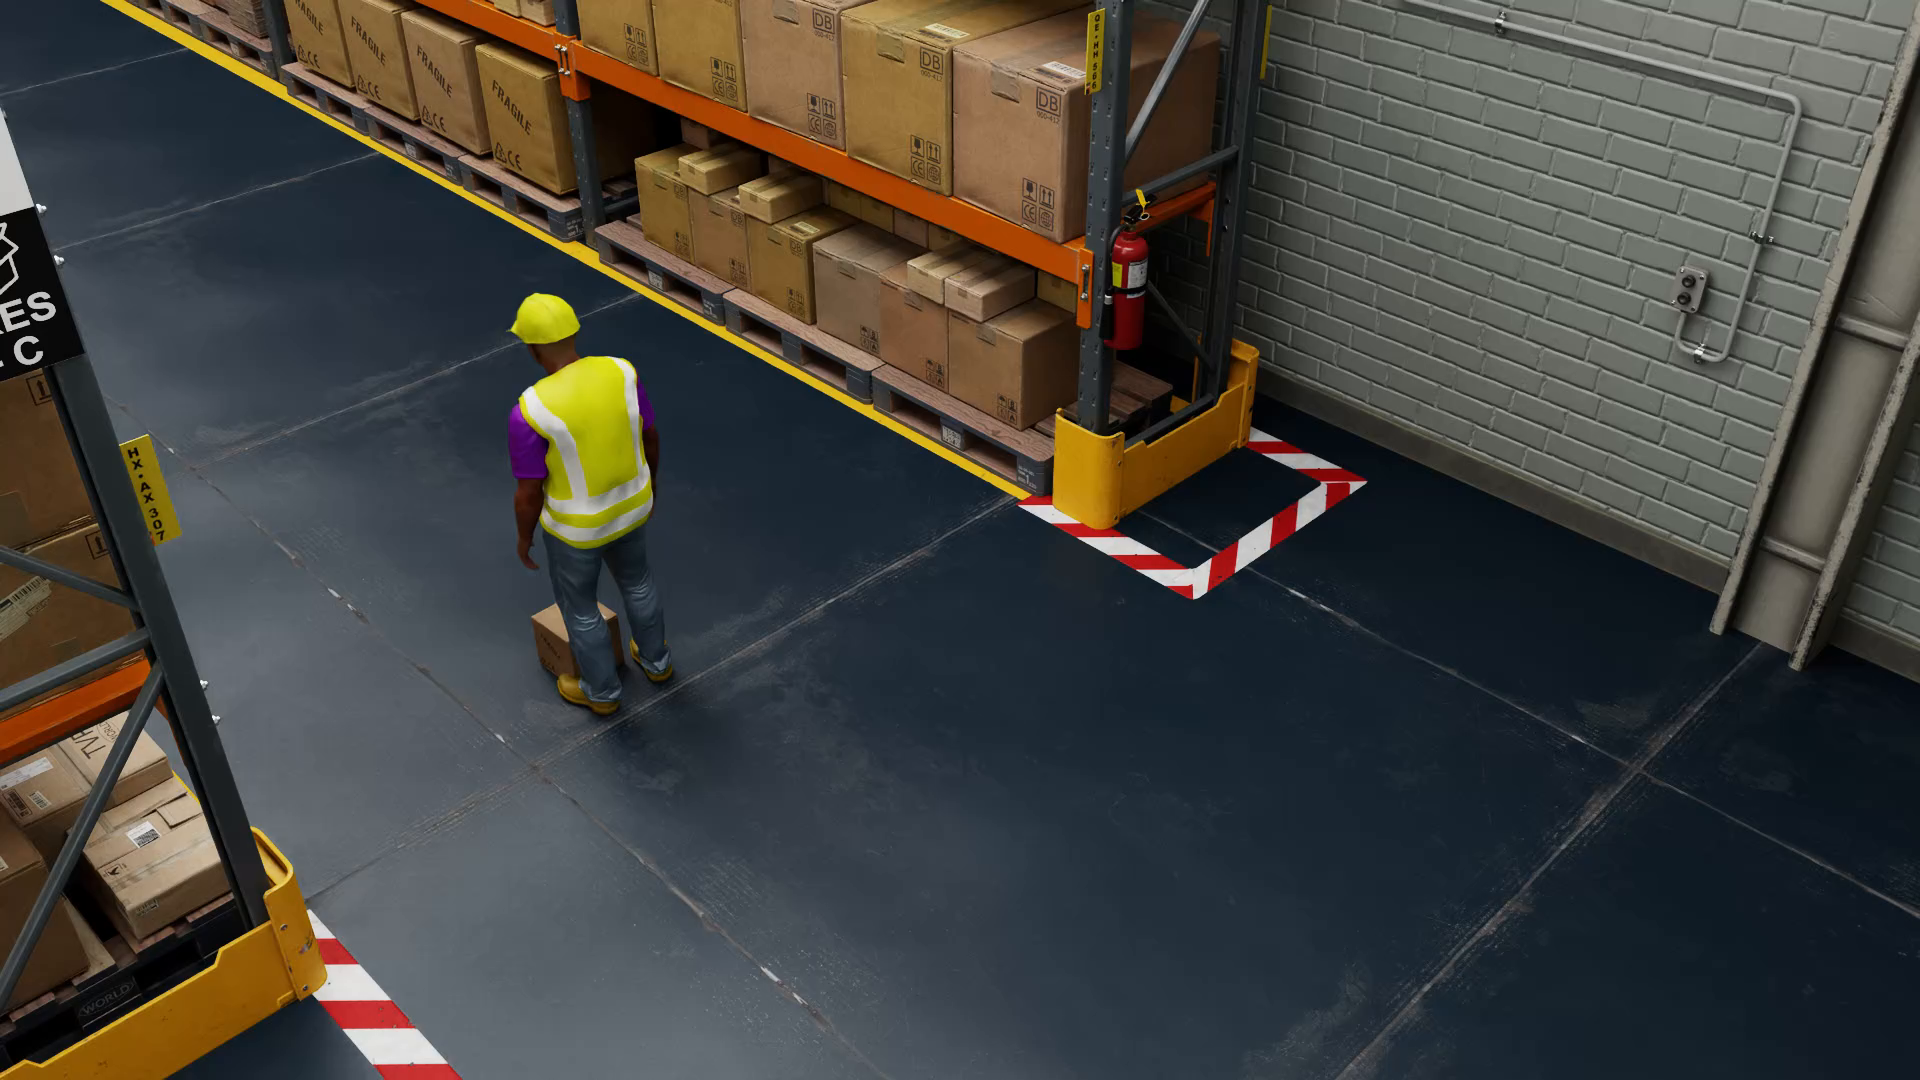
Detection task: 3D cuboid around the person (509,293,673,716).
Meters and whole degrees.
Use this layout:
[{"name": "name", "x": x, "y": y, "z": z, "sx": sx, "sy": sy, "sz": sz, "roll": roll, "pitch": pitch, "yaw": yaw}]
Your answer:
[{"name": "person", "x": -1.401, "y": -0.120, "z": 6.299, "sx": 0.628, "sy": 1.761, "sz": 0.456, "roll": -30, "pitch": 45, "yaw": -35}]
